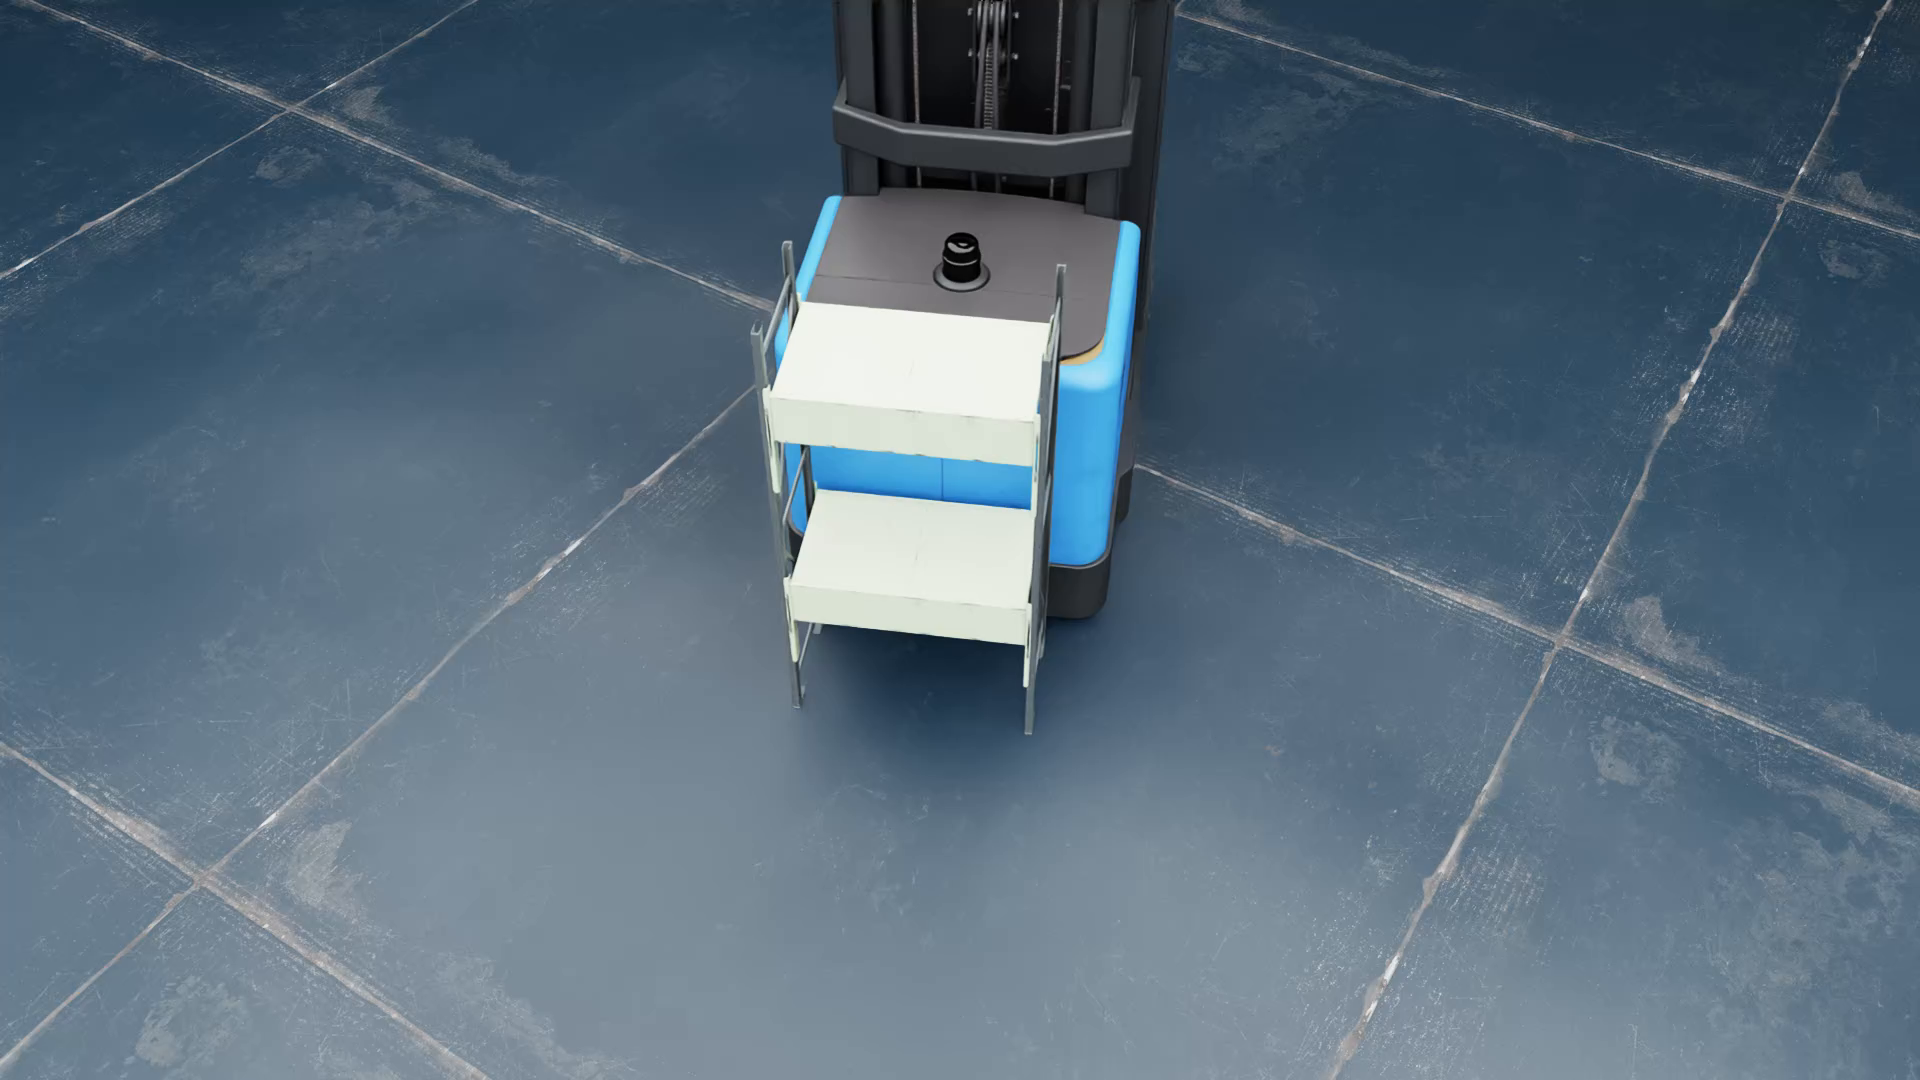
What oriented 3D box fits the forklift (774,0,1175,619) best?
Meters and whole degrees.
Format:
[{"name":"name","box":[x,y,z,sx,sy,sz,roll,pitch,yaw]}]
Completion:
[{"name":"forklift","box":[0.173,-1.835,5.489,1.130,2.935,3.031,6,46,6]}]

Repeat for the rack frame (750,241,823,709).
[{"name":"rack frame","box":[-0.486,-0.133,4.833,0.023,1.500,0.400,6,46,6]}]

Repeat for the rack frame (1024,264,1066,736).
[{"name":"rack frame","box":[0.239,-0.059,4.761,0.023,1.500,0.400,6,46,6]}]

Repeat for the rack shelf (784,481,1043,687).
[{"name":"rack shelf","box":[-0.123,0.132,5.031,0.720,0.370,0.431,6,46,6]}]

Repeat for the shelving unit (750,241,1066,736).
[{"name":"shelving unit","box":[-0.123,-0.096,4.797,0.755,1.500,0.431,6,46,6]}]

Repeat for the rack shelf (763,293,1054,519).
[{"name":"rack shelf","box":[-0.123,-0.368,4.517,0.720,0.370,0.431,6,46,6]}]
